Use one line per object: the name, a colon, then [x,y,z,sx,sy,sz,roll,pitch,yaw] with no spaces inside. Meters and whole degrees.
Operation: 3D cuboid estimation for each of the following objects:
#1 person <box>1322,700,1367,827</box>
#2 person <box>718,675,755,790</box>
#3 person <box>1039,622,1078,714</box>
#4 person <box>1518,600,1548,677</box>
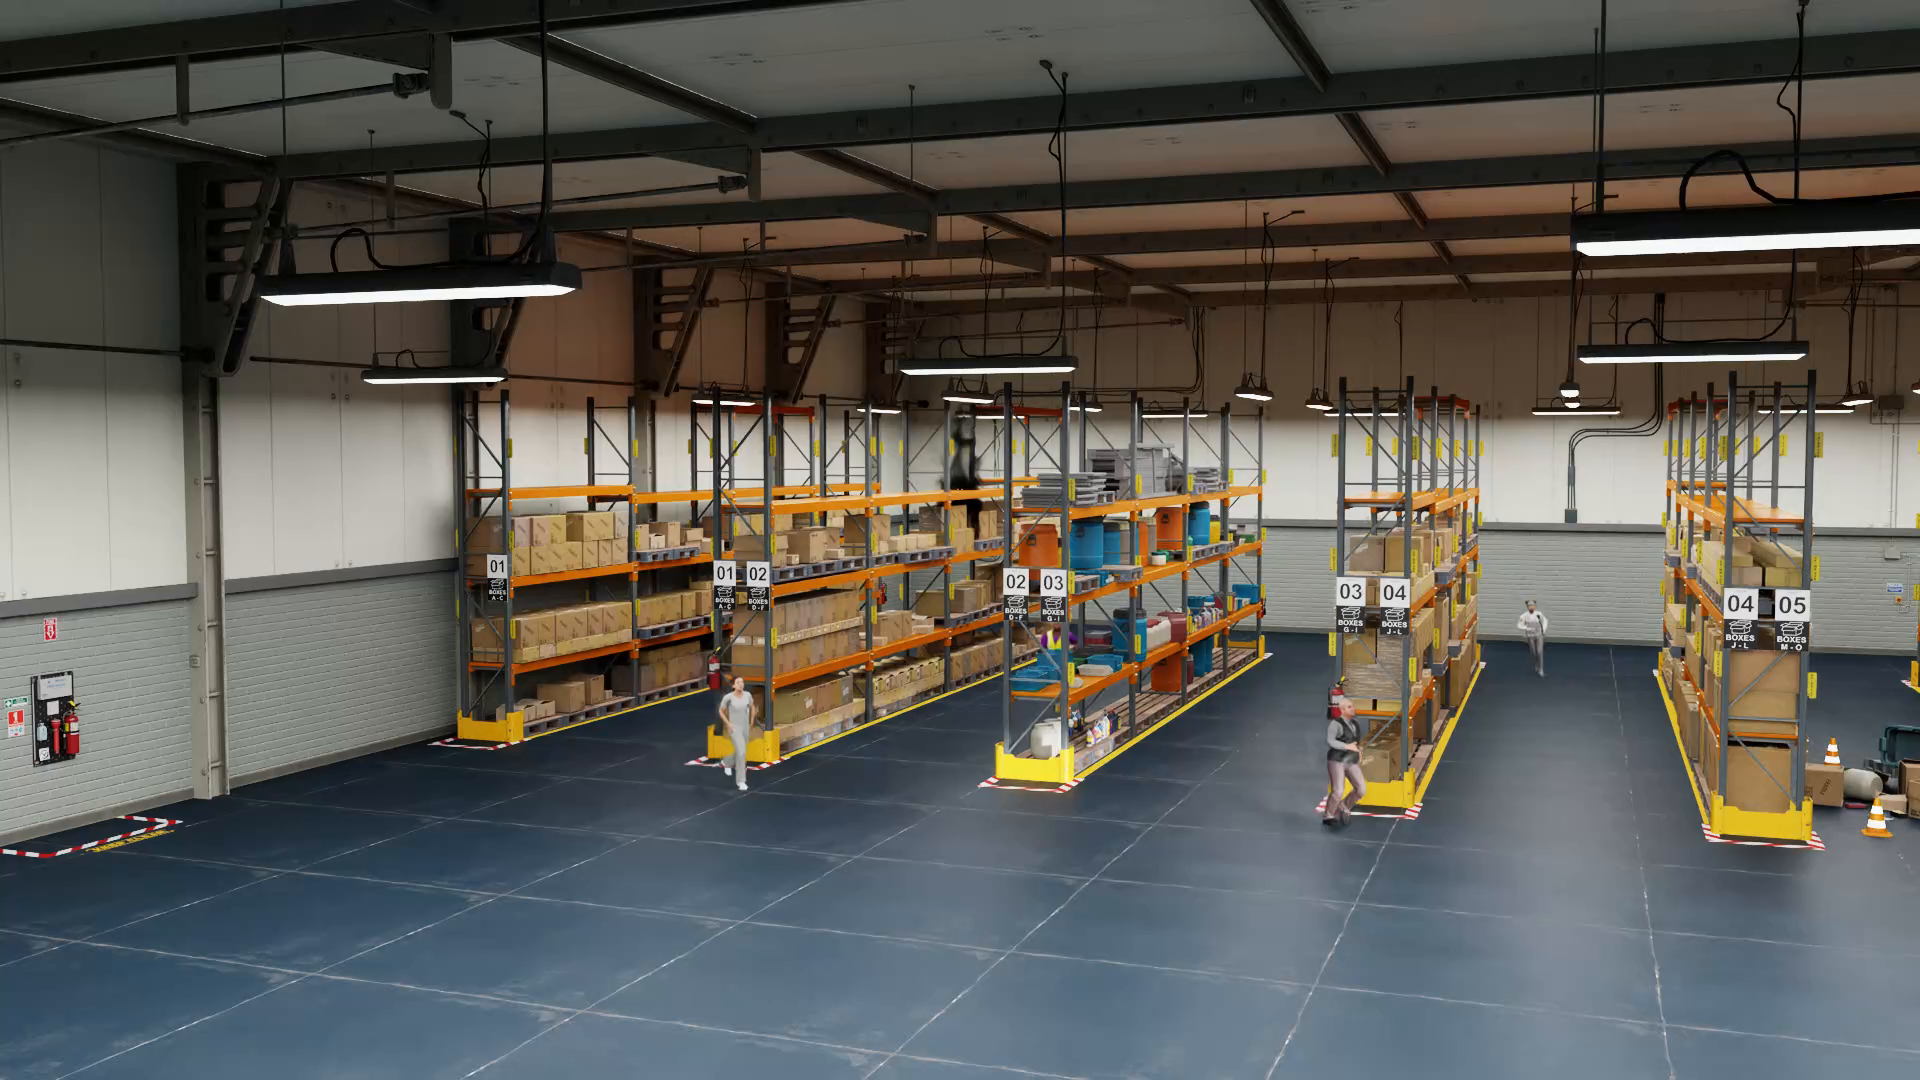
person: [5.117,2.951,21.906,0.689,1.694,0.649,-2,4,-30]
person: [-3.320,2.823,24.670,0.574,1.683,0.772,-2,4,-35]
person: [1.867,2.368,31.797,0.724,1.819,0.821,1,3,19]
person: [12.720,2.158,36.934,0.648,1.696,0.831,1,3,14]
